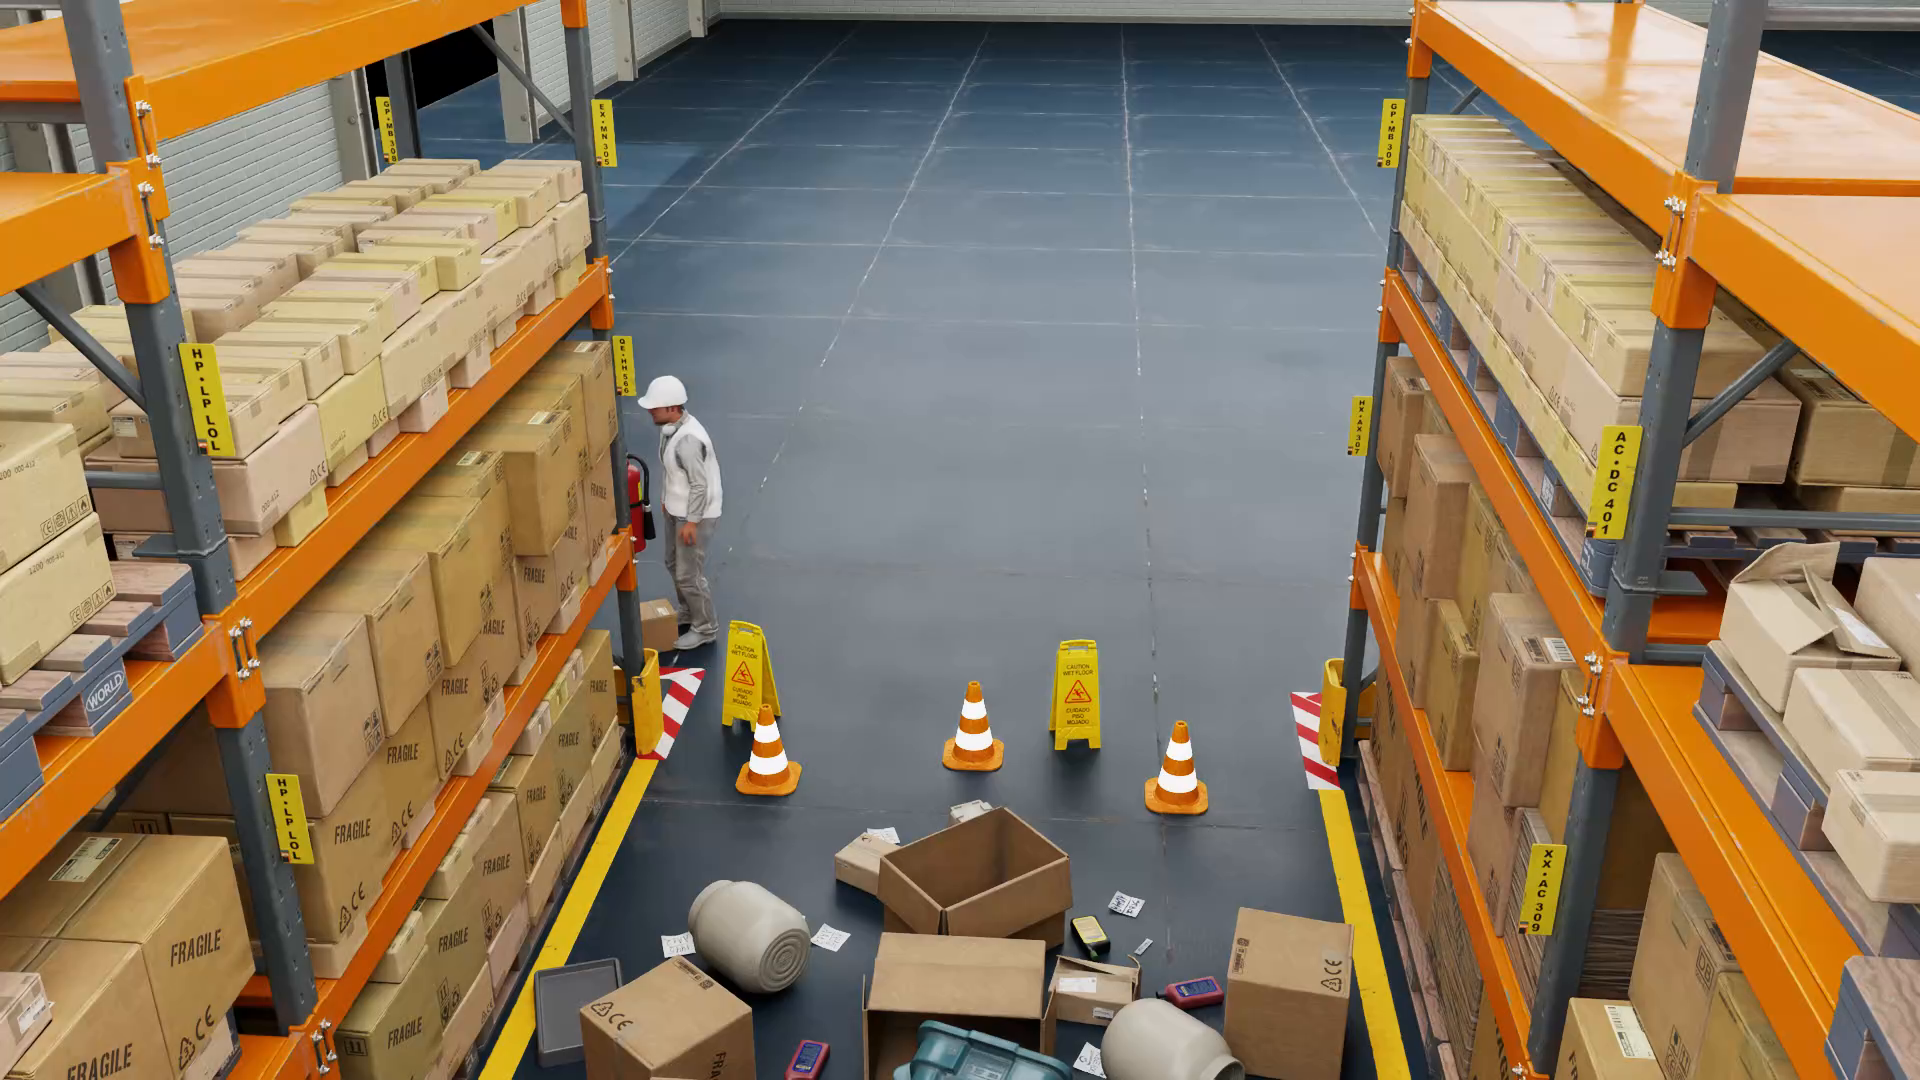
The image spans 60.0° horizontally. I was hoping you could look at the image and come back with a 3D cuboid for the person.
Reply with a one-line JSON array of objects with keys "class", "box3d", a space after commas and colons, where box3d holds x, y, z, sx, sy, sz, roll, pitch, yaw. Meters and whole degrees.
[{"class": "person", "box3d": [-1.726, -0.191, 10.399, 0.464, 1.771, 0.581, -10, 26, -21]}]
